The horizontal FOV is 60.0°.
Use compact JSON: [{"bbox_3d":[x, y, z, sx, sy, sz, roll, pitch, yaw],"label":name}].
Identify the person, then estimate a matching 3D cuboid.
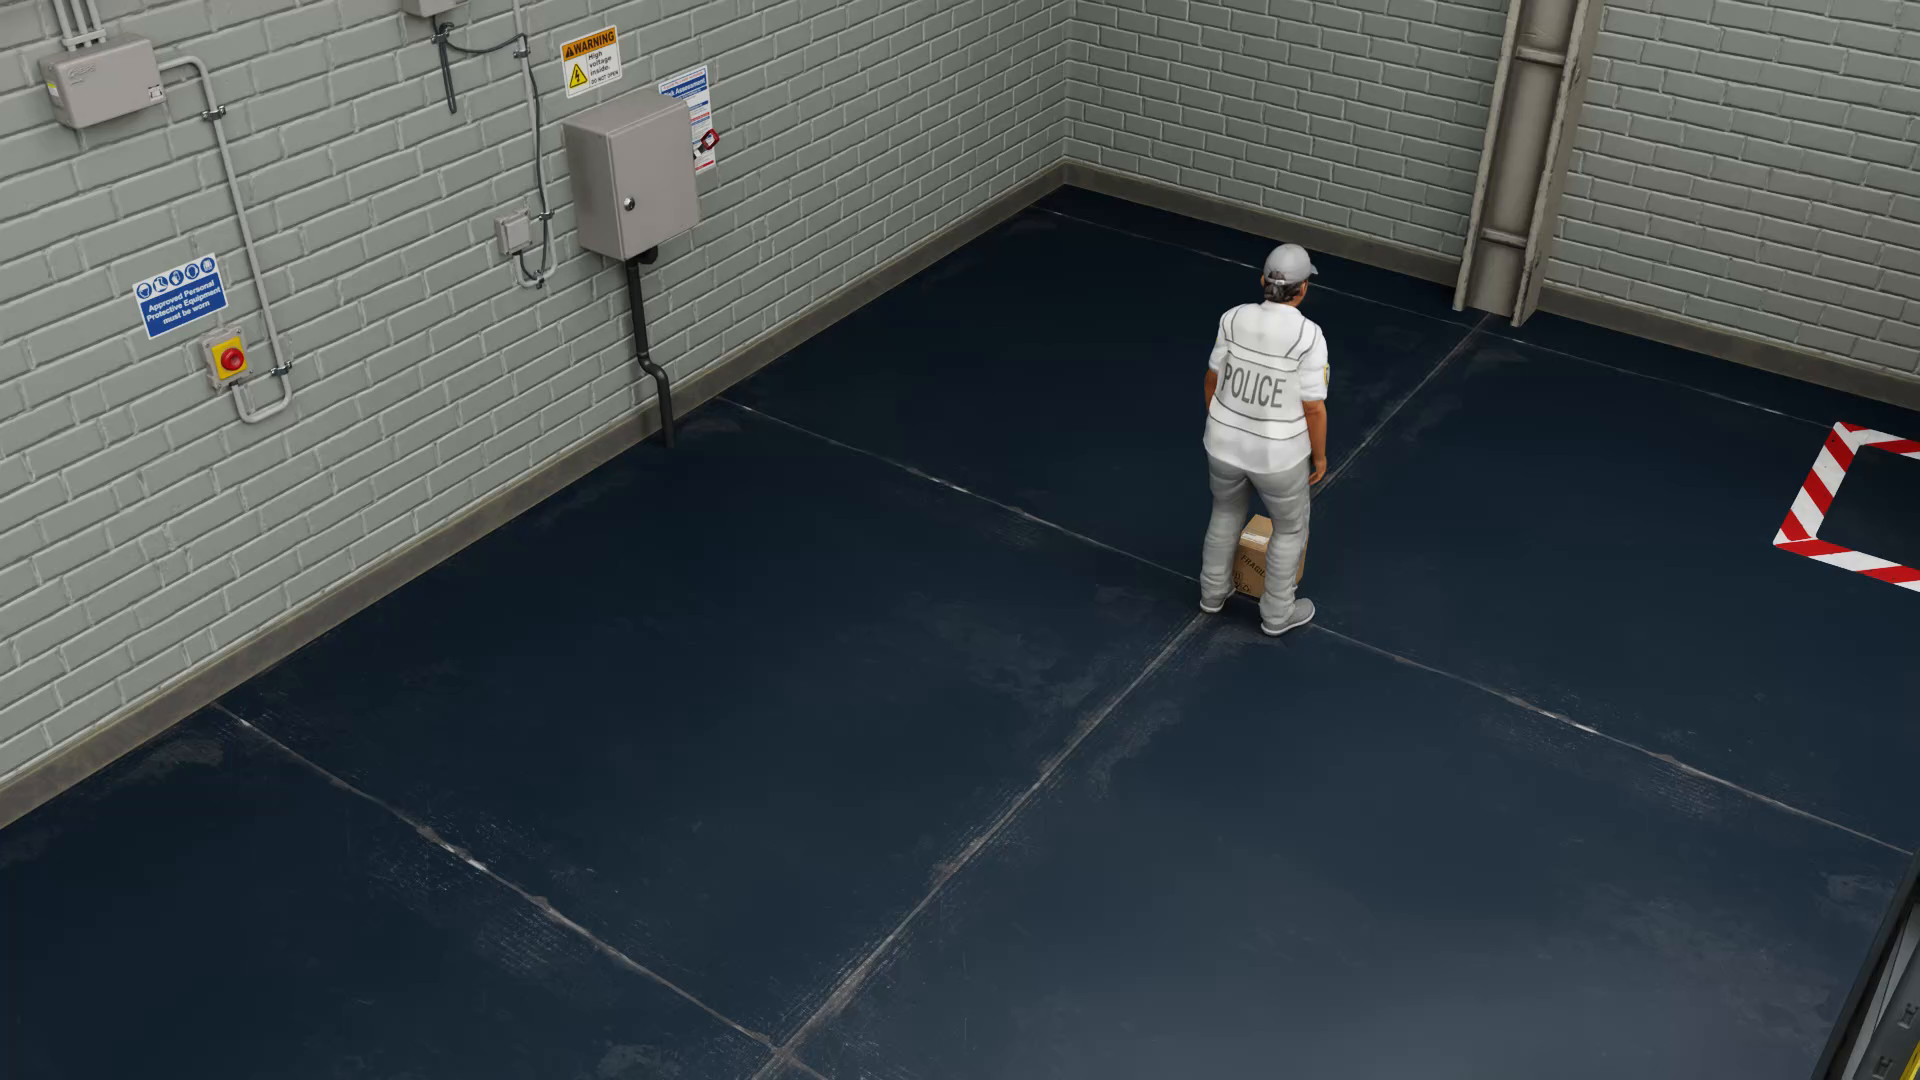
[{"bbox_3d":[1.232,-0.389,6.697,0.538,1.666,0.465,22,40,28],"label":"person"}]
